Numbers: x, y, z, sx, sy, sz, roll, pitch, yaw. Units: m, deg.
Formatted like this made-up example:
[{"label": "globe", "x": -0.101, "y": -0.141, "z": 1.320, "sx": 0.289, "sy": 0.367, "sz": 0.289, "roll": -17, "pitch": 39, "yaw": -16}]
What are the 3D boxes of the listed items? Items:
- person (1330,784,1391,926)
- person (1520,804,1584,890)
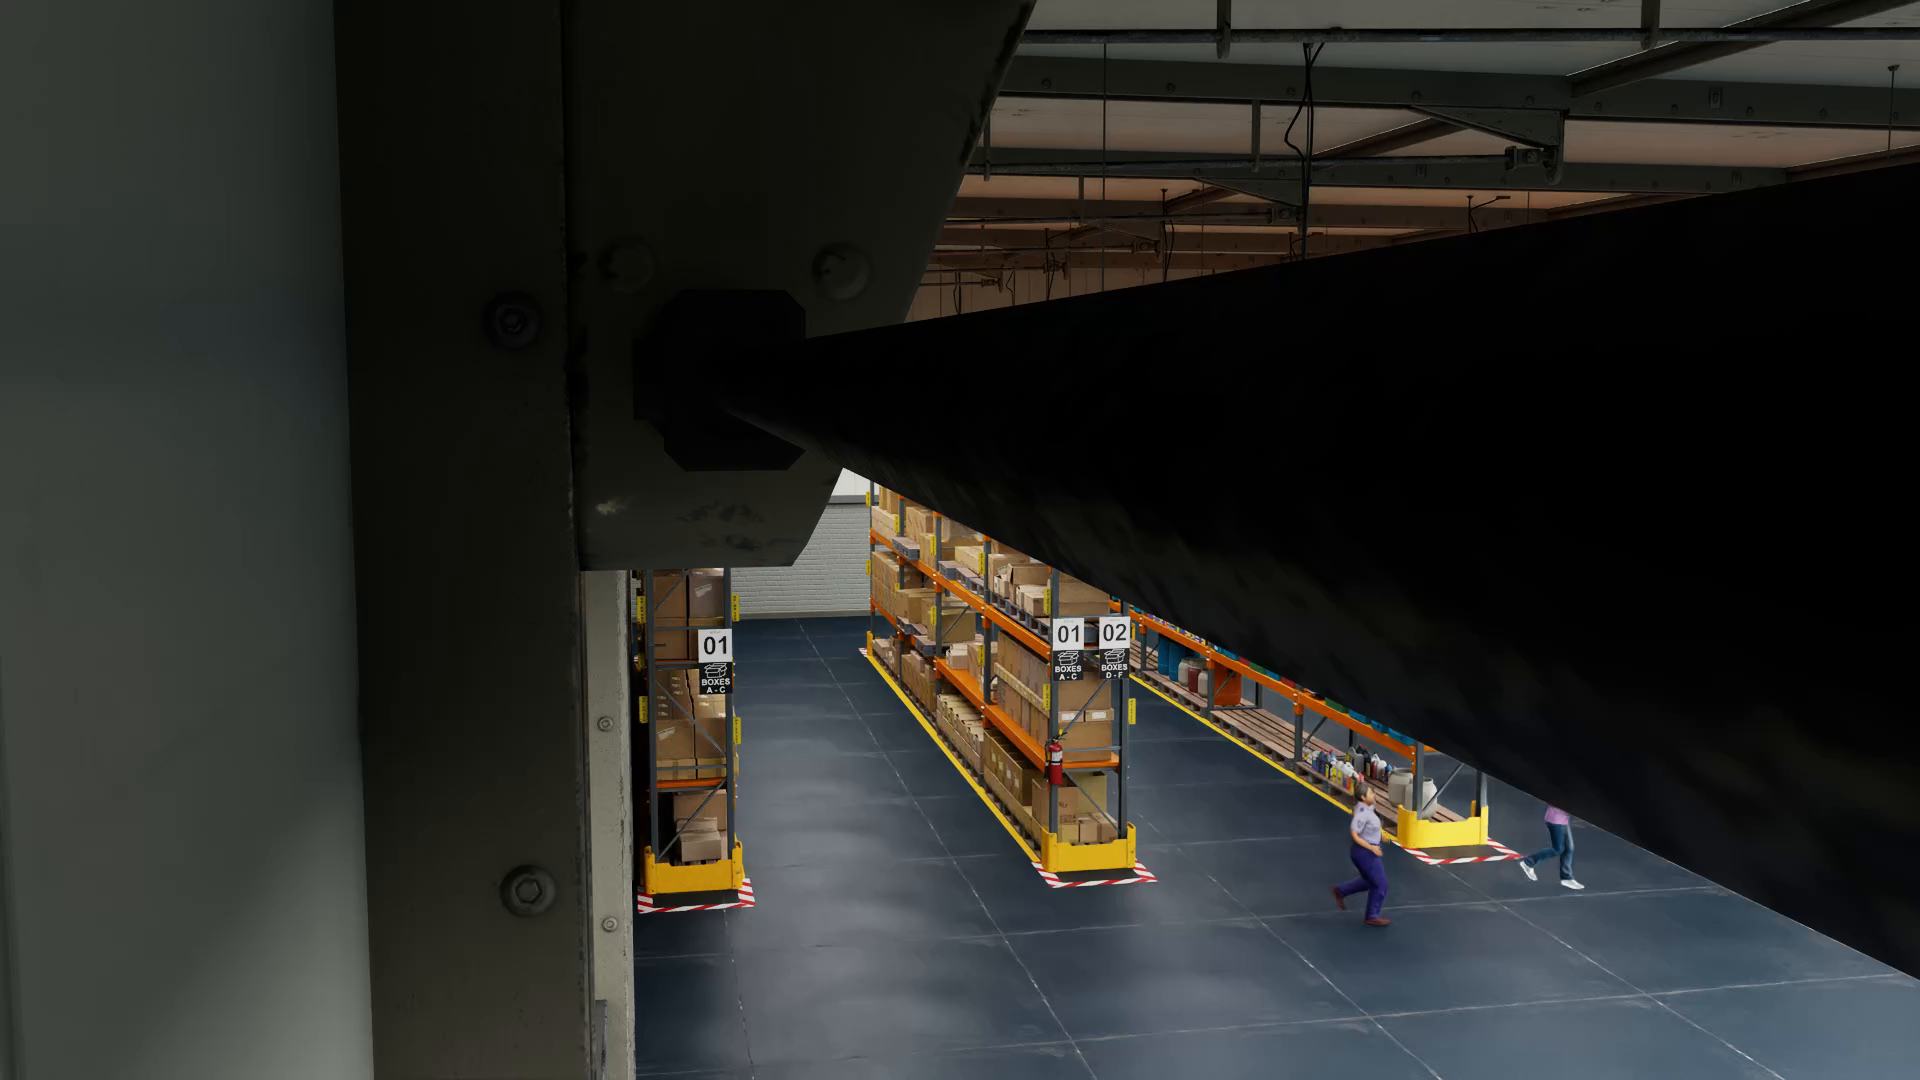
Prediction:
[{"label": "person", "x": 4.566, "y": 3.564, "z": 18.907, "sx": 0.688, "sy": 1.599, "sz": 0.613, "roll": 1, "pitch": 6, "yaw": 14}, {"label": "person", "x": 7.233, "y": 3.435, "z": 20.242, "sx": 0.746, "sy": 1.604, "sz": 0.566, "roll": 2, "pitch": 6, "yaw": 22}]
